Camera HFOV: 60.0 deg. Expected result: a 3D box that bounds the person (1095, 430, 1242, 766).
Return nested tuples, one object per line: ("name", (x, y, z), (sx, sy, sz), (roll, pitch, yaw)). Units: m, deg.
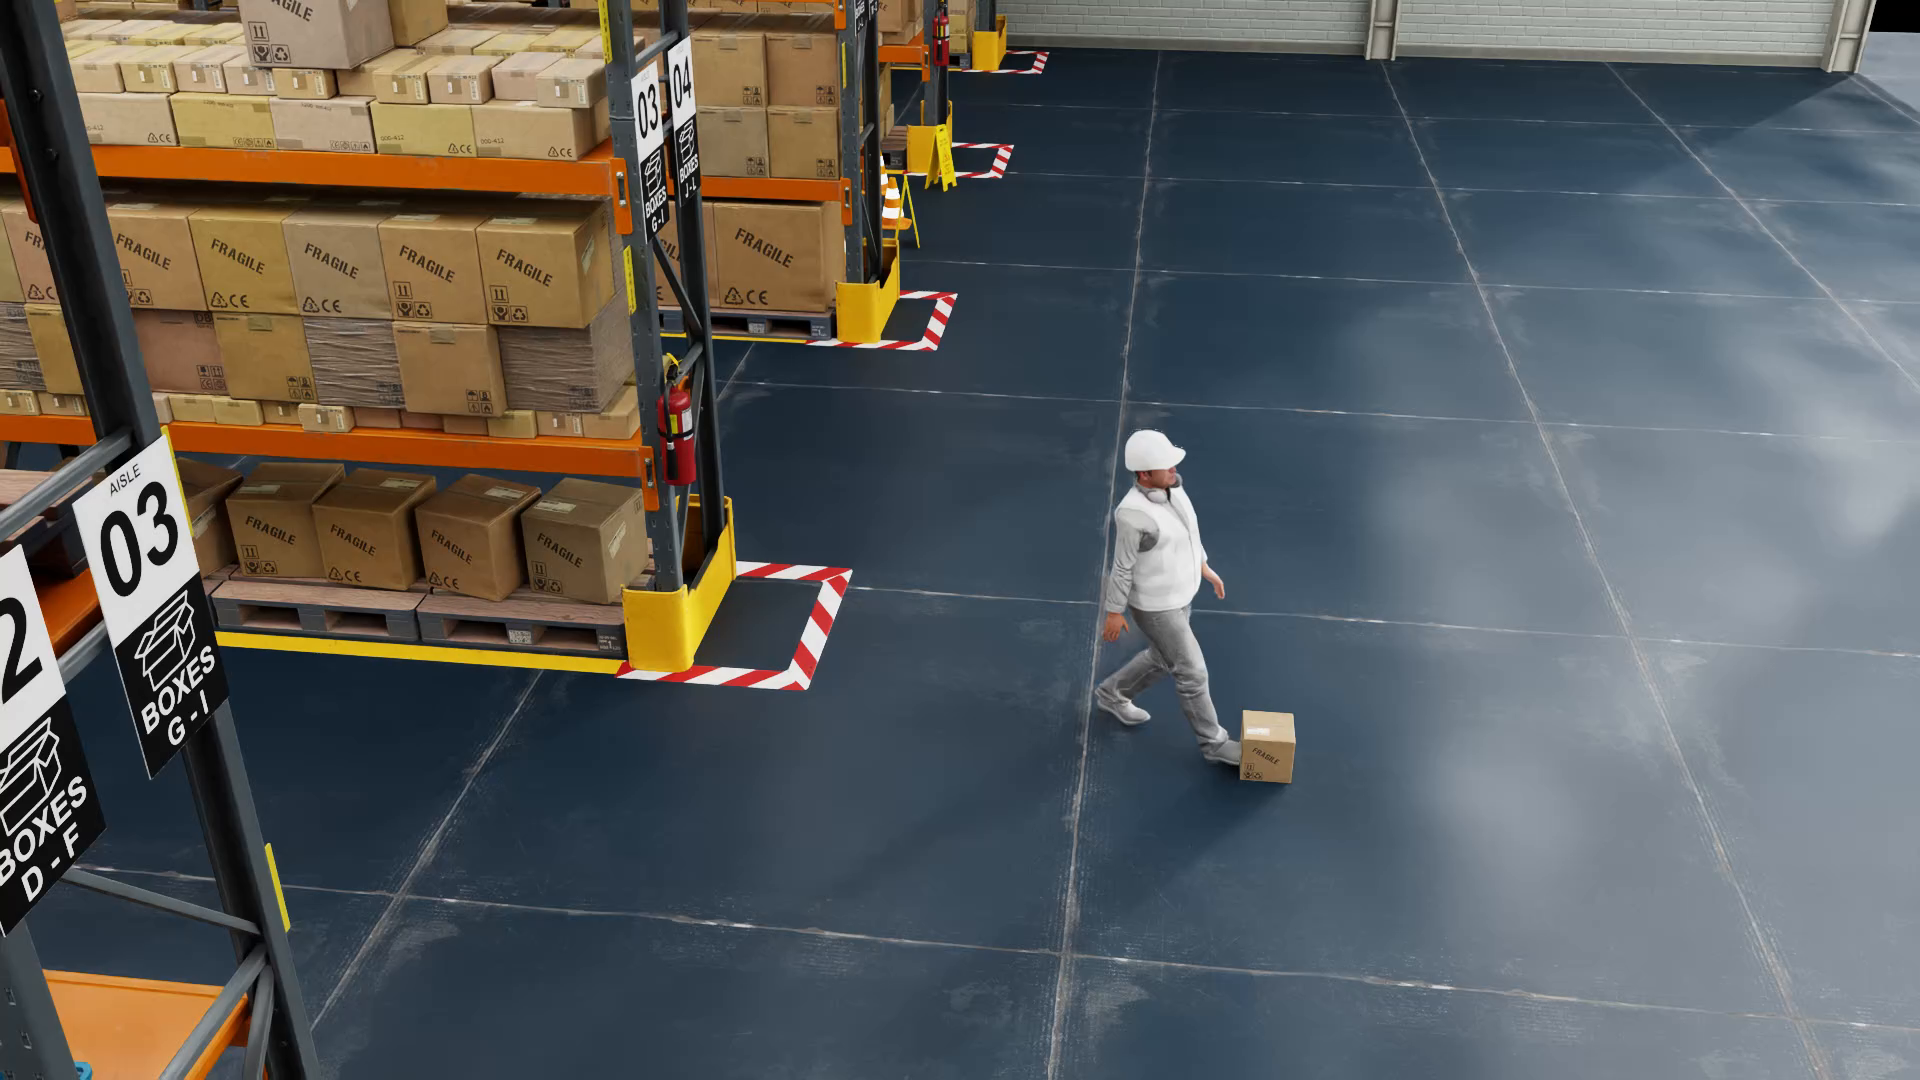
("person", (1.105, 0.270, 8.124), (0.933, 1.711, 0.570), (13, 31, 22))
